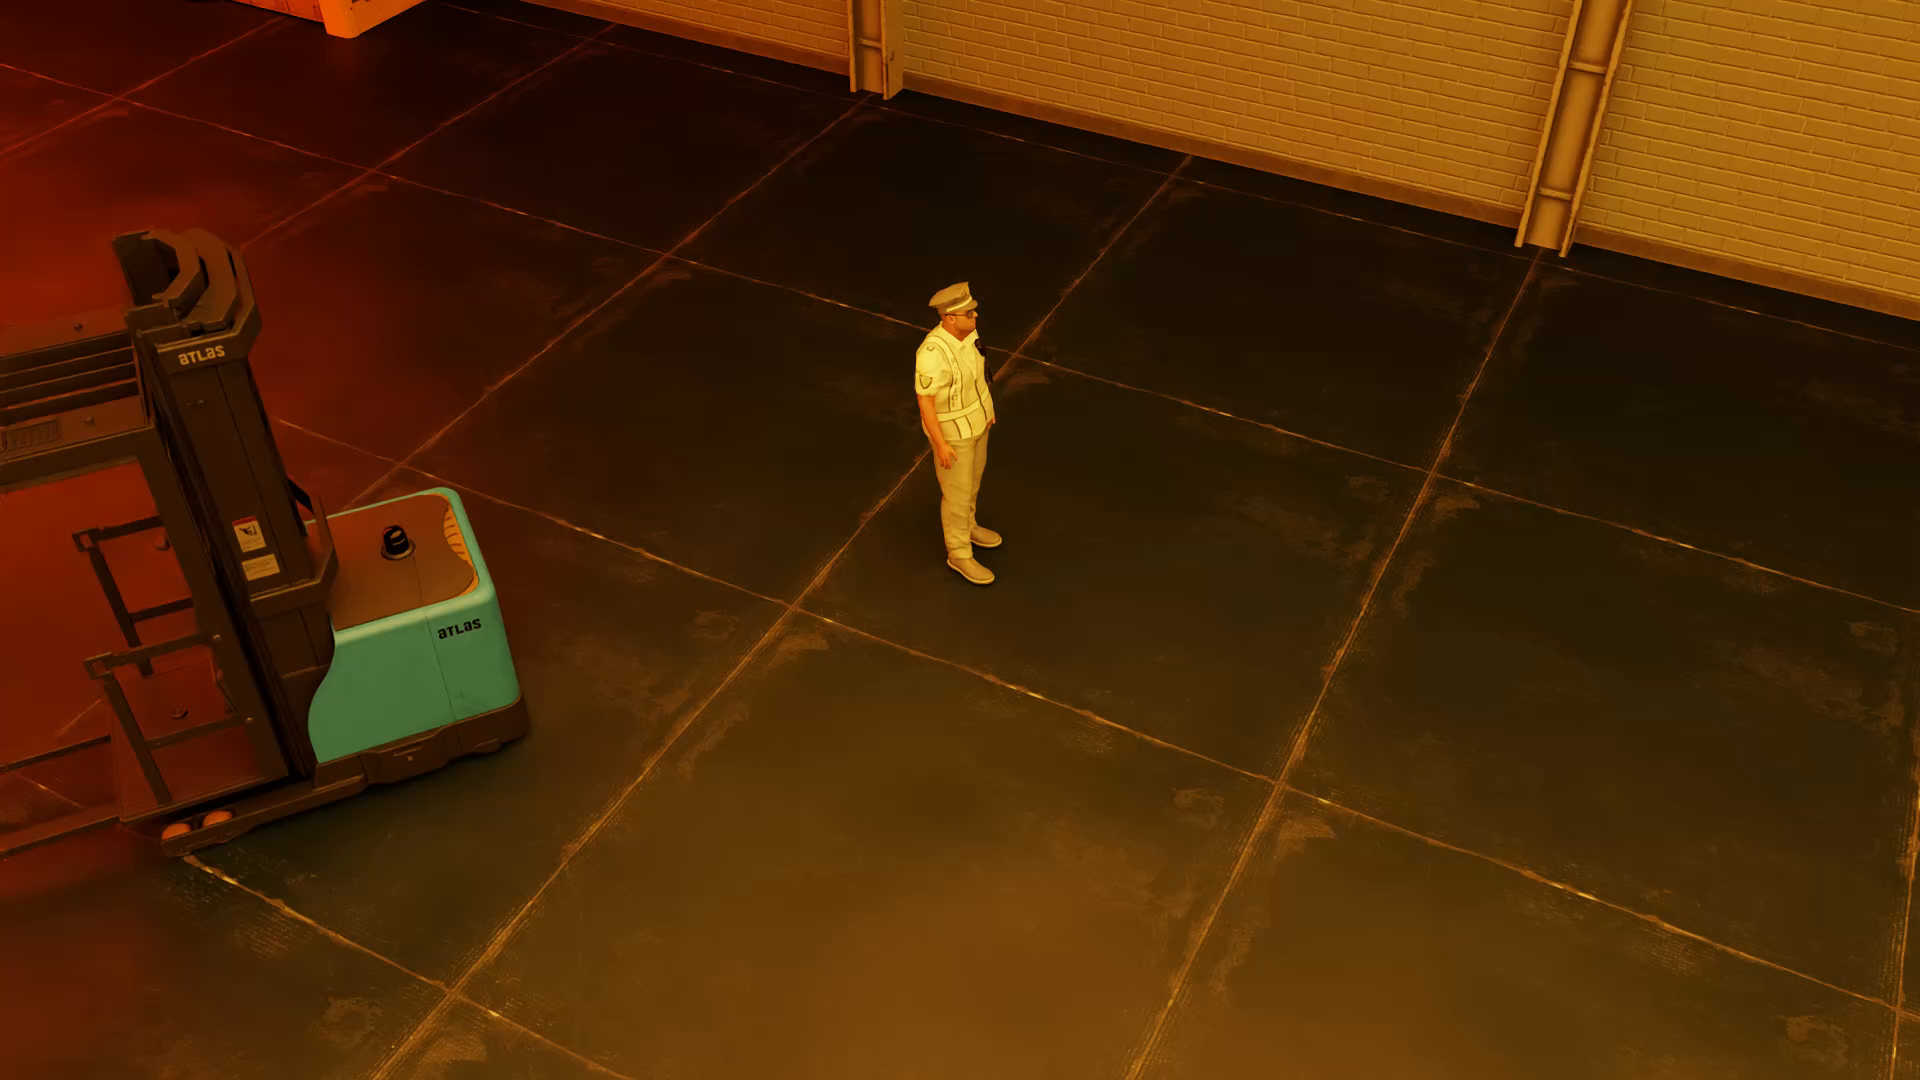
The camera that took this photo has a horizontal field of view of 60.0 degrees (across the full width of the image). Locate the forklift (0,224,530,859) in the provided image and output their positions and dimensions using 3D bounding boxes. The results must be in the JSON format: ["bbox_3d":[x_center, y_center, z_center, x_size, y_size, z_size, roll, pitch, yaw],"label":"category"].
[{"bbox_3d":[-3.879,0.079,7.893,3.031,2.935,1.130,-17,43,-19],"label":"forklift"}]

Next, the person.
[{"bbox_3d":[0.063,-0.657,9.648,0.575,1.781,0.640,18,43,21],"label":"person"}]
